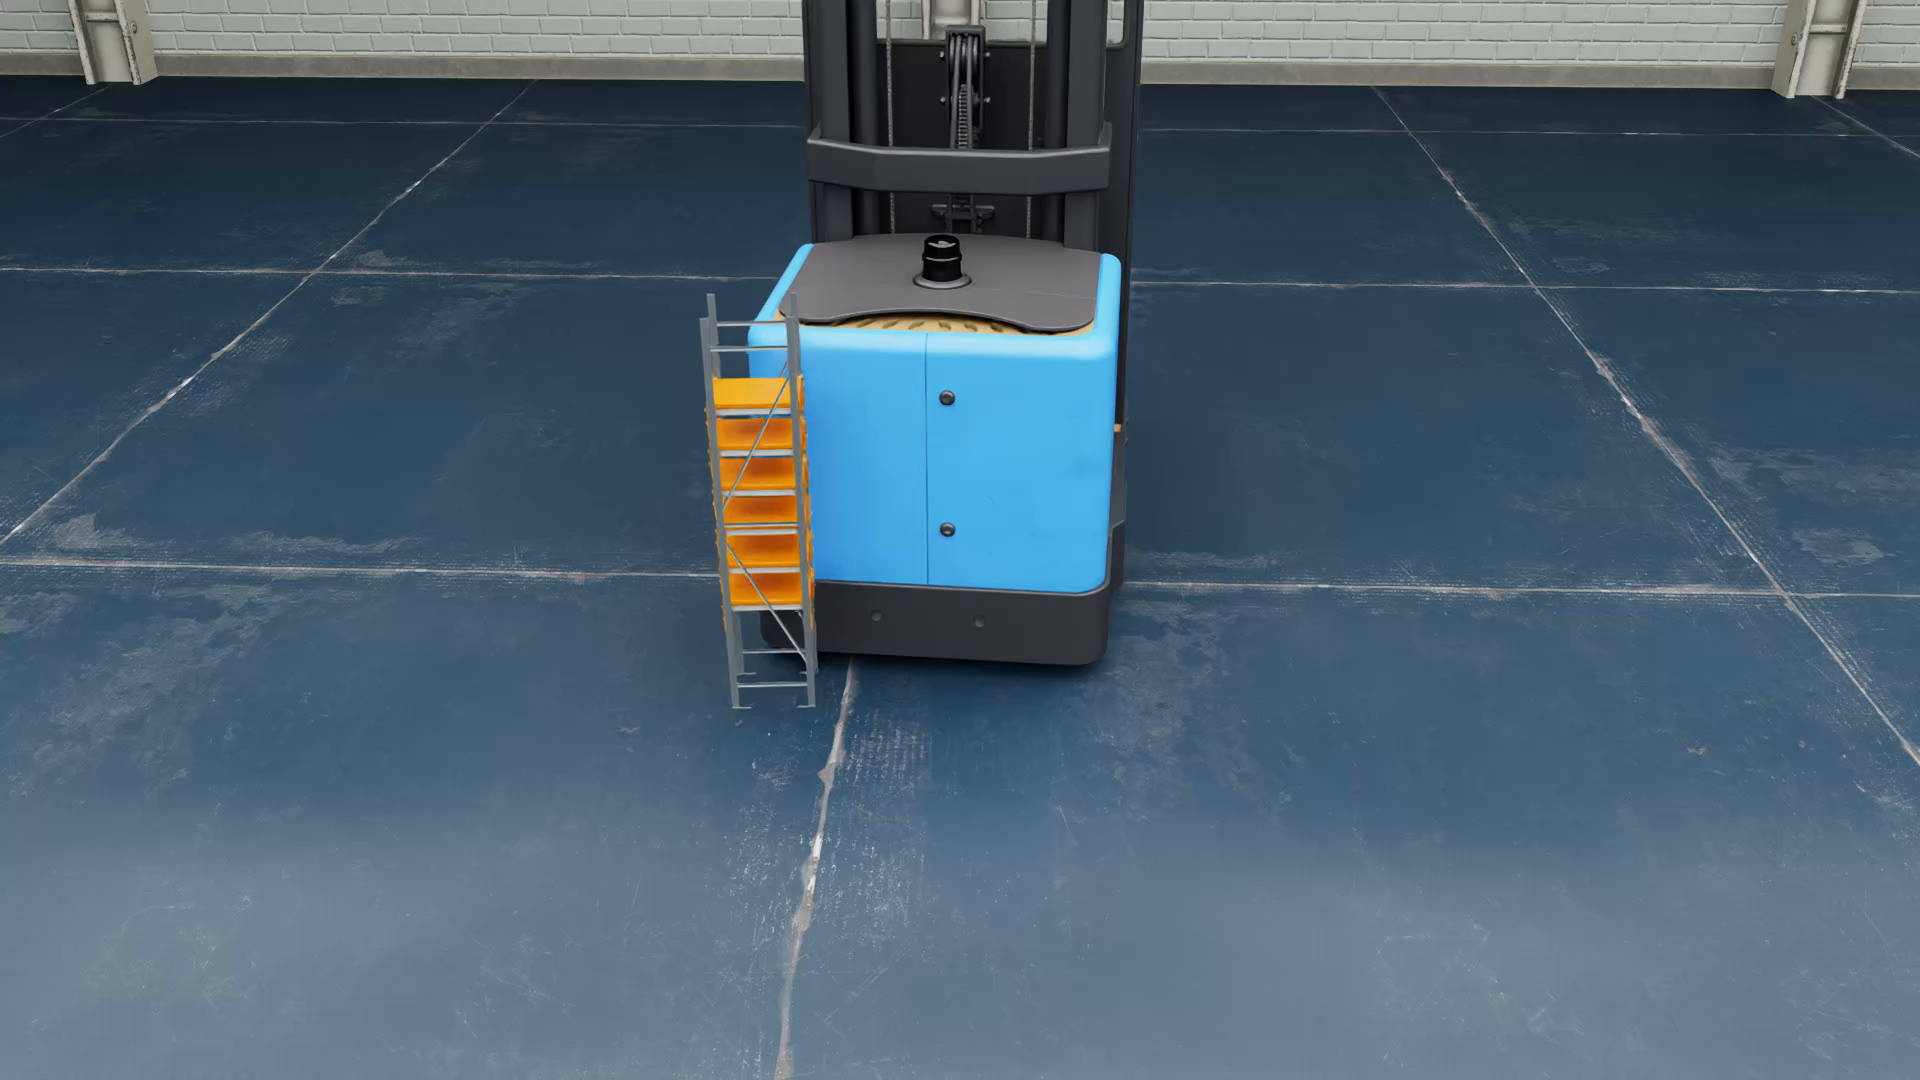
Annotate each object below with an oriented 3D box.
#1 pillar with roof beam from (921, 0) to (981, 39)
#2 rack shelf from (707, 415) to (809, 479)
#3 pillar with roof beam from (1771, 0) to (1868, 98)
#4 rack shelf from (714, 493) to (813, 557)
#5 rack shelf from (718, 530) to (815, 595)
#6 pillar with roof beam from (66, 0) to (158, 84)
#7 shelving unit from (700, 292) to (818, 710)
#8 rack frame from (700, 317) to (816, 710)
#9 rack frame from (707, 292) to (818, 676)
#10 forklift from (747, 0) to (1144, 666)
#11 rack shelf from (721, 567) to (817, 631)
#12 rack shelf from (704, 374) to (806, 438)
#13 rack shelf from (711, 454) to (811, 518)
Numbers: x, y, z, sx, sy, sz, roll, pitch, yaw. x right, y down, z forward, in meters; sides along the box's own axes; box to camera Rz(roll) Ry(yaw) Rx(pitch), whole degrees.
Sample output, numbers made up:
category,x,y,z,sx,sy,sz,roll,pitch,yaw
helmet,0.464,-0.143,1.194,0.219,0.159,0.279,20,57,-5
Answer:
category,x,y,z,sx,sy,sz,roll,pitch,yaw
pillar with roof beam,-0.212,-5.197,5.946,0.400,9.000,9.100,1,28,2
rack shelf,-0.547,-0.255,4.530,0.258,0.103,0.180,-1,28,-1
pillar with roof beam,5.784,-5.098,5.759,0.400,9.000,9.100,1,28,2
rack shelf,-0.546,-0.044,4.644,0.258,0.103,0.180,-1,28,-1
rack shelf,-0.545,0.062,4.700,0.258,0.103,0.180,-1,28,-1
pillar with roof beam,-6.209,-5.296,6.133,0.400,9.000,9.100,1,28,2
shelving unit,-0.546,-0.083,4.623,0.258,1.200,0.189,-1,28,-1
rack frame,-0.543,-0.040,4.542,0.240,1.200,0.006,-1,28,-1
rack frame,-0.549,-0.126,4.703,0.240,1.200,0.006,-1,28,-1
forklift,0.067,-1.587,5.615,1.130,2.935,3.031,3,28,5
rack shelf,-0.544,0.168,4.757,0.258,0.103,0.180,-1,28,-1
rack shelf,-0.548,-0.361,4.474,0.258,0.103,0.180,-1,28,-1
rack shelf,-0.546,-0.149,4.587,0.258,0.103,0.180,-1,28,-1
